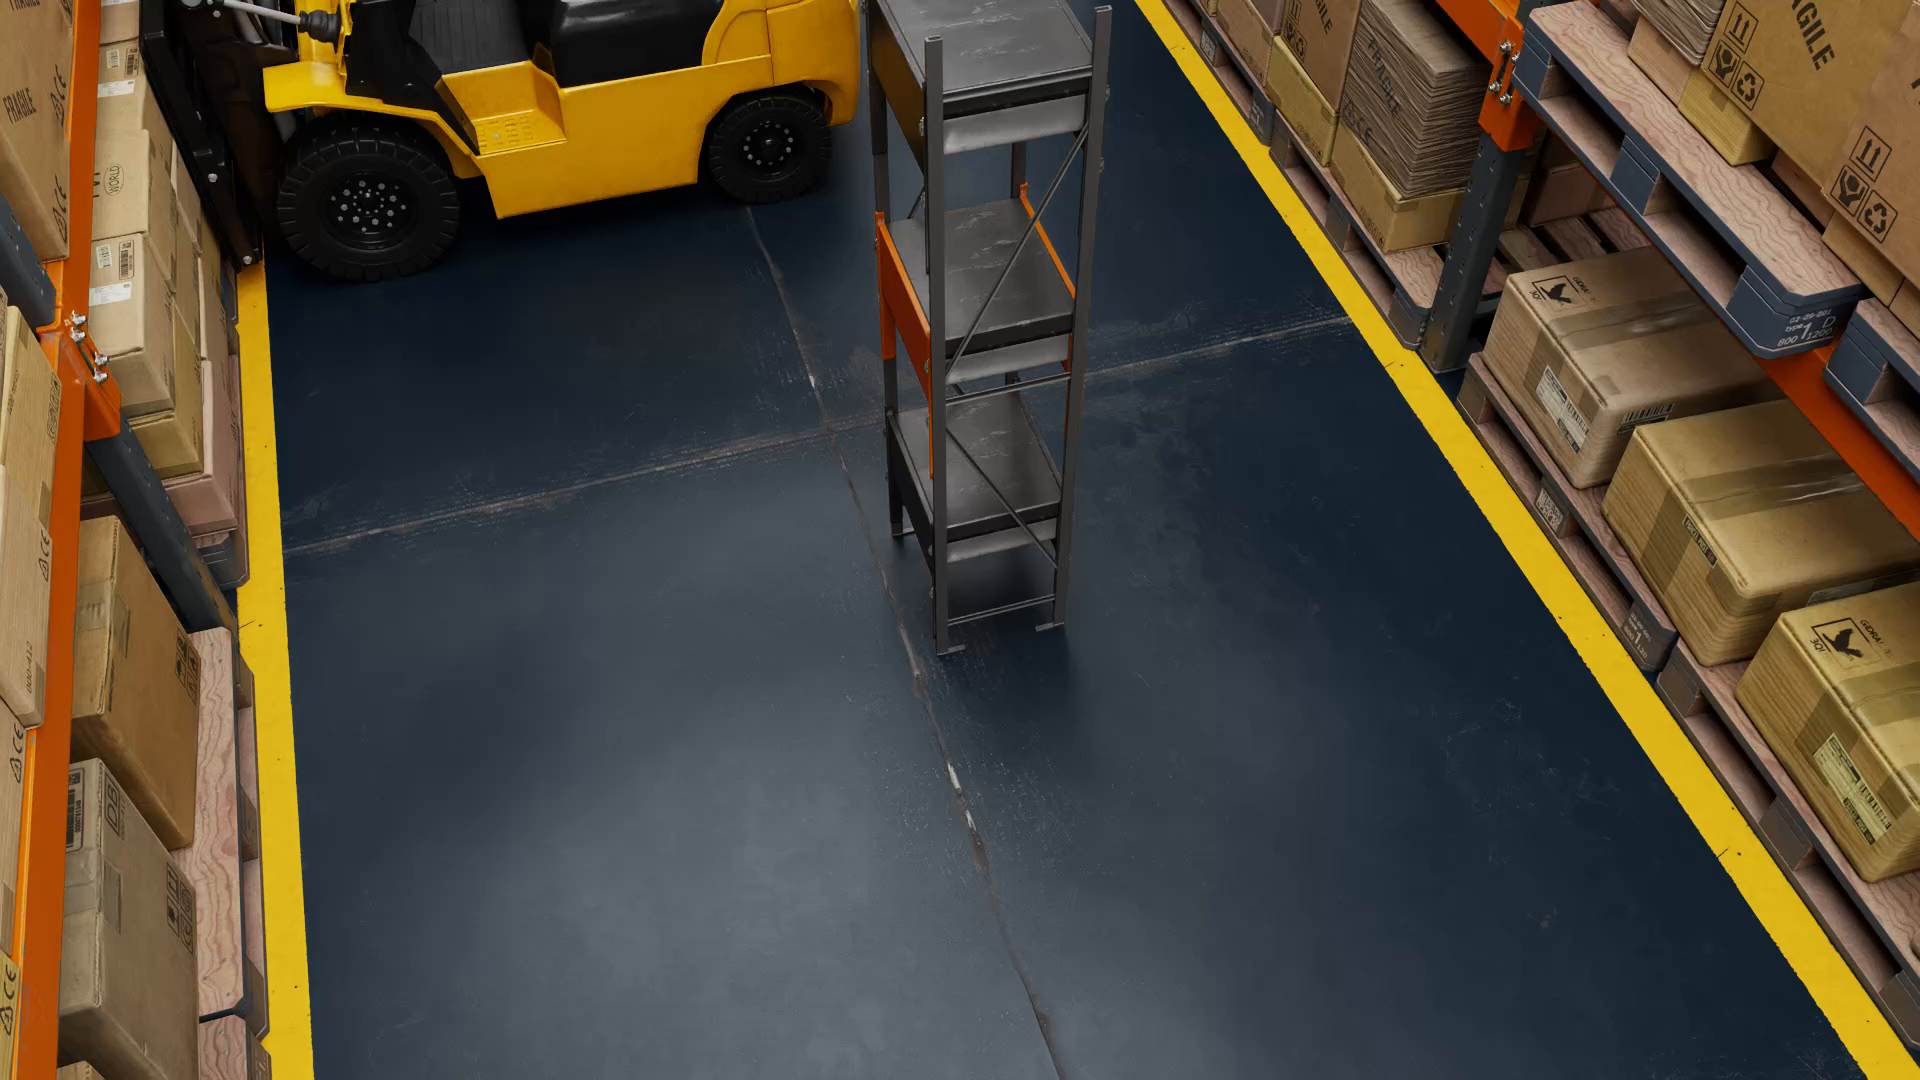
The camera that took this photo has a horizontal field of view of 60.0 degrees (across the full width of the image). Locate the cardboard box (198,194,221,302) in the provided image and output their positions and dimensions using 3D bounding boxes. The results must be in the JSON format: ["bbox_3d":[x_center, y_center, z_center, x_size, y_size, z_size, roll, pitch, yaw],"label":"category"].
[{"bbox_3d":[-2.807,-0.979,5.637,0.500,0.250,0.500,-13,51,-10],"label":"cardboard box"}]

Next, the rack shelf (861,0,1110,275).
[{"bbox_3d":[0.049,-0.998,3.821,0.431,0.518,0.480,-13,51,-11],"label":"rack shelf"}]

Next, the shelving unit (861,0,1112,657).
[{"bbox_3d":[0.049,-0.556,4.345,0.431,2.100,0.503,-13,51,-11],"label":"shelving unit"}]

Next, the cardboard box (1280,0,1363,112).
[{"bbox_3d":[1.508,-1.921,5.941,0.500,0.500,0.500,-12,51,-10],"label":"cardboard box"}]

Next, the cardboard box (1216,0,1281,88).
[{"bbox_3d":[1.347,-2.067,6.554,0.500,0.250,0.500,-13,51,-10],"label":"cardboard box"}]

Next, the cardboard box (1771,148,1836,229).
[{"bbox_3d":[2.176,-0.893,3.930,0.380,0.149,0.250,-10,51,-9],"label":"cardboard box"}]

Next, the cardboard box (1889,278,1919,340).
[{"bbox_3d":[2.283,-0.514,3.611,0.380,0.149,0.250,-13,51,-11],"label":"cardboard box"}]

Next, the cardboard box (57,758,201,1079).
[{"bbox_3d":[-2.262,1.015,3.711,0.875,0.625,0.625,-14,51,-11],"label":"cardboard box"}]

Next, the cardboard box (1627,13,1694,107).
[{"bbox_3d":[1.953,-1.267,4.246,0.380,0.149,0.250,-13,51,-10],"label":"cardboard box"}]

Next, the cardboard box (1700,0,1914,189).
[{"bbox_3d":[2.105,-1.178,3.747,0.500,0.500,0.500,-13,51,-11],"label":"cardboard box"}]

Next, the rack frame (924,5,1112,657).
[{"bbox_3d":[0.121,-0.378,4.195,0.400,2.100,0.015,-13,51,-11],"label":"rack frame"}]

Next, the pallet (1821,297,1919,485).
[{"bbox_3d":[2.650,-0.141,3.532,1.003,0.211,1.213,-13,51,-11],"label":"pallet"}]

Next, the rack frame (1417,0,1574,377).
[{"bbox_3d":[2.092,-1.687,4.711,1.000,3.000,0.127,-13,51,-11],"label":"rack frame"}]

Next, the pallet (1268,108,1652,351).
[{"bbox_3d":[1.859,-1.271,6.184,1.003,0.211,1.213,-13,51,-11],"label":"pallet"}]

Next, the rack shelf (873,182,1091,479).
[{"bbox_3d":[0.049,-0.547,4.356,0.431,0.518,0.480,-13,51,-11],"label":"rack shelf"}]

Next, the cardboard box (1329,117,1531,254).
[{"bbox_3d":[1.660,-1.308,5.914,0.500,0.250,0.500,-11,51,-9],"label":"cardboard box"}]

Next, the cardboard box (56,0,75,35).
[{"bbox_3d":[-2.851,-1.724,4.676,0.500,0.500,0.500,-14,51,-11],"label":"cardboard box"}]

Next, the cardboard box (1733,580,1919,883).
[{"bbox_3d":[2.672,0.438,4.363,0.950,0.372,0.625,-12,51,-10],"label":"cardboard box"}]

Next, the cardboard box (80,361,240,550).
[{"bbox_3d":[-2.476,-0.240,5.014,0.500,0.250,0.500,-13,51,-11],"label":"cardboard box"}]

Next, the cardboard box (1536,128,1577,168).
[{"bbox_3d":[2.175,-1.670,5.729,0.500,0.500,0.500,-11,51,-9],"label":"cardboard box"}]

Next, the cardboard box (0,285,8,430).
[{"bbox_3d":[-2.259,-0.374,3.375,0.500,0.250,0.500,-14,51,-12],"label":"cardboard box"}]

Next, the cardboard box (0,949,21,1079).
[{"bbox_3d":[-1.818,0.906,2.623,0.500,0.250,0.500,-12,51,-10],"label":"cardboard box"}]

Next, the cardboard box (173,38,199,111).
[{"bbox_3d":[-2.934,-1.502,5.751,0.500,0.250,0.500,-13,51,-11],"label":"cardboard box"}]

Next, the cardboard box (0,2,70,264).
[{"bbox_3d":[-2.531,-0.978,4.047,0.500,0.500,0.500,-15,51,-12],"label":"cardboard box"}]

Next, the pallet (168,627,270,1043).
[{"bbox_3d":[-2.394,0.866,4.382,1.003,0.211,1.213,-13,51,-11],"label":"pallet"}]

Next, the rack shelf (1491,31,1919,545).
[{"bbox_3d":[2.683,0.005,3.754,1.077,0.370,4.000,-13,51,-11],"label":"rack shelf"}]

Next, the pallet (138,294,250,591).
[{"bbox_3d":[-2.844,-0.254,5.326,1.003,0.211,1.213,-13,51,-11],"label":"pallet"}]

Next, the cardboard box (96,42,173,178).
[{"bbox_3d":[-2.792,-1.295,5.249,0.500,0.250,0.500,-12,51,-10],"label":"cardboard box"}]

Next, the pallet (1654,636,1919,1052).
[{"bbox_3d":[2.688,0.672,4.545,1.003,0.211,1.213,-13,51,-11],"label":"pallet"}]

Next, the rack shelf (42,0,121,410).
[{"bbox_3d":[-3.240,-1.791,5.269,1.077,0.370,4.000,-13,51,-11],"label":"rack shelf"}]

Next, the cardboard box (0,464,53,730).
[{"bbox_3d":[-2.096,0.161,3.251,0.500,0.250,0.500,-14,51,-11],"label":"cardboard box"}]

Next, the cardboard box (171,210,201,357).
[{"bbox_3d":[-2.648,-0.763,5.128,0.500,0.250,0.500,-14,51,-11],"label":"cardboard box"}]

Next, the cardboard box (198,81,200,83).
[{"bbox_3d":[-3.114,-1.728,6.269,0.500,0.250,0.500,-13,51,-11],"label":"cardboard box"}]

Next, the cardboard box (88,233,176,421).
[{"bbox_3d":[-2.492,-0.558,4.628,0.500,0.250,0.500,-14,51,-12],"label":"cardboard box"}]

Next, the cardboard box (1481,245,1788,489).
[{"bbox_3d":[2.249,-0.593,5.232,0.950,0.372,0.625,-13,51,-11],"label":"cardboard box"}]
